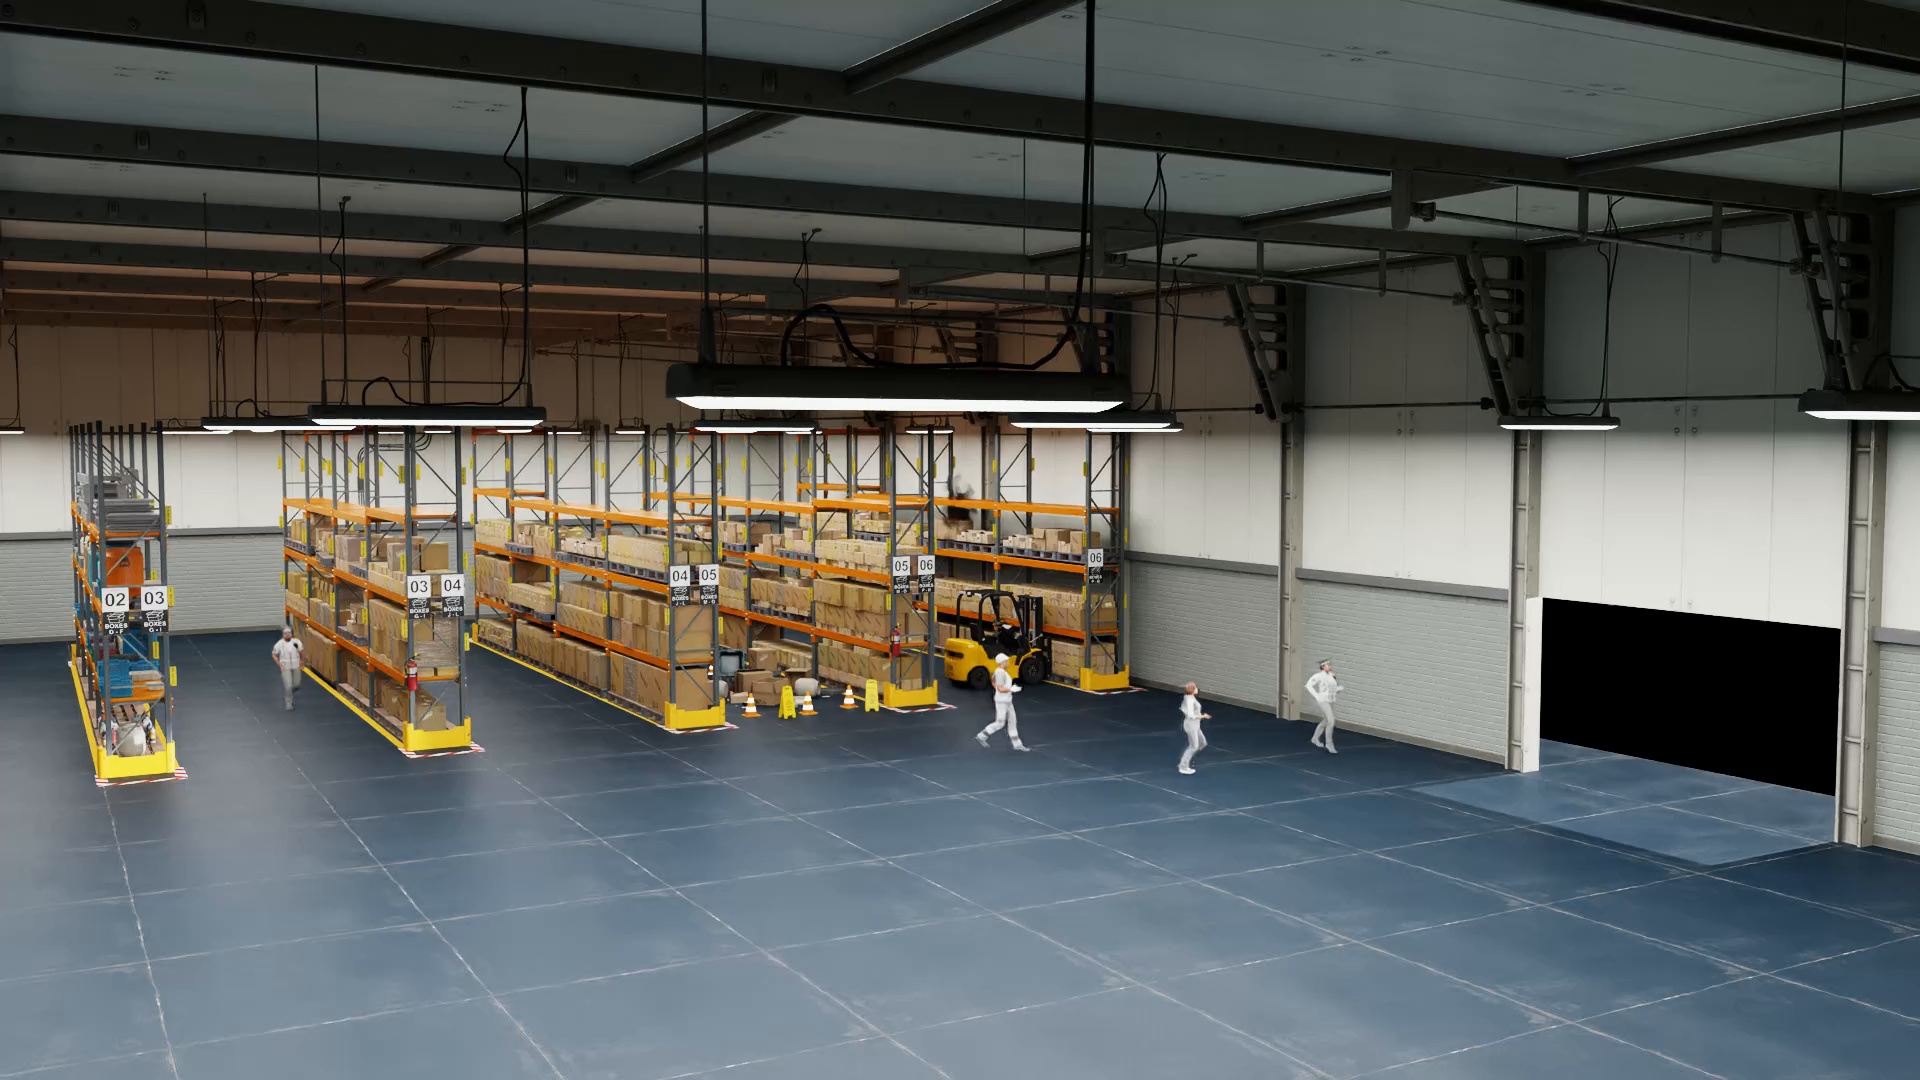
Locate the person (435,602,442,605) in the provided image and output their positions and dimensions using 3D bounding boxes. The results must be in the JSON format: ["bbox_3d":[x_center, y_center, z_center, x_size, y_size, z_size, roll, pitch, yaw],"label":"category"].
[{"bbox_3d":[-13.739,2.153,44.432,0.717,1.631,0.880,-2,4,-25],"label":"person"}]

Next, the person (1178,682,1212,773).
[{"bbox_3d":[3.989,3.184,28.223,0.554,1.559,0.522,1,4,9],"label":"person"}]

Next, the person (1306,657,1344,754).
[{"bbox_3d":[6.673,3.003,30.314,0.593,1.752,0.709,-3,5,-41],"label":"person"}]

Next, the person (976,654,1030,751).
[{"bbox_3d":[0.779,2.942,30.074,0.988,1.783,0.654,1,4,9],"label":"person"}]

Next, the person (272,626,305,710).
[{"bbox_3d":[-14.167,2.688,35.136,0.661,1.755,0.501,-2,4,-32],"label":"person"}]
